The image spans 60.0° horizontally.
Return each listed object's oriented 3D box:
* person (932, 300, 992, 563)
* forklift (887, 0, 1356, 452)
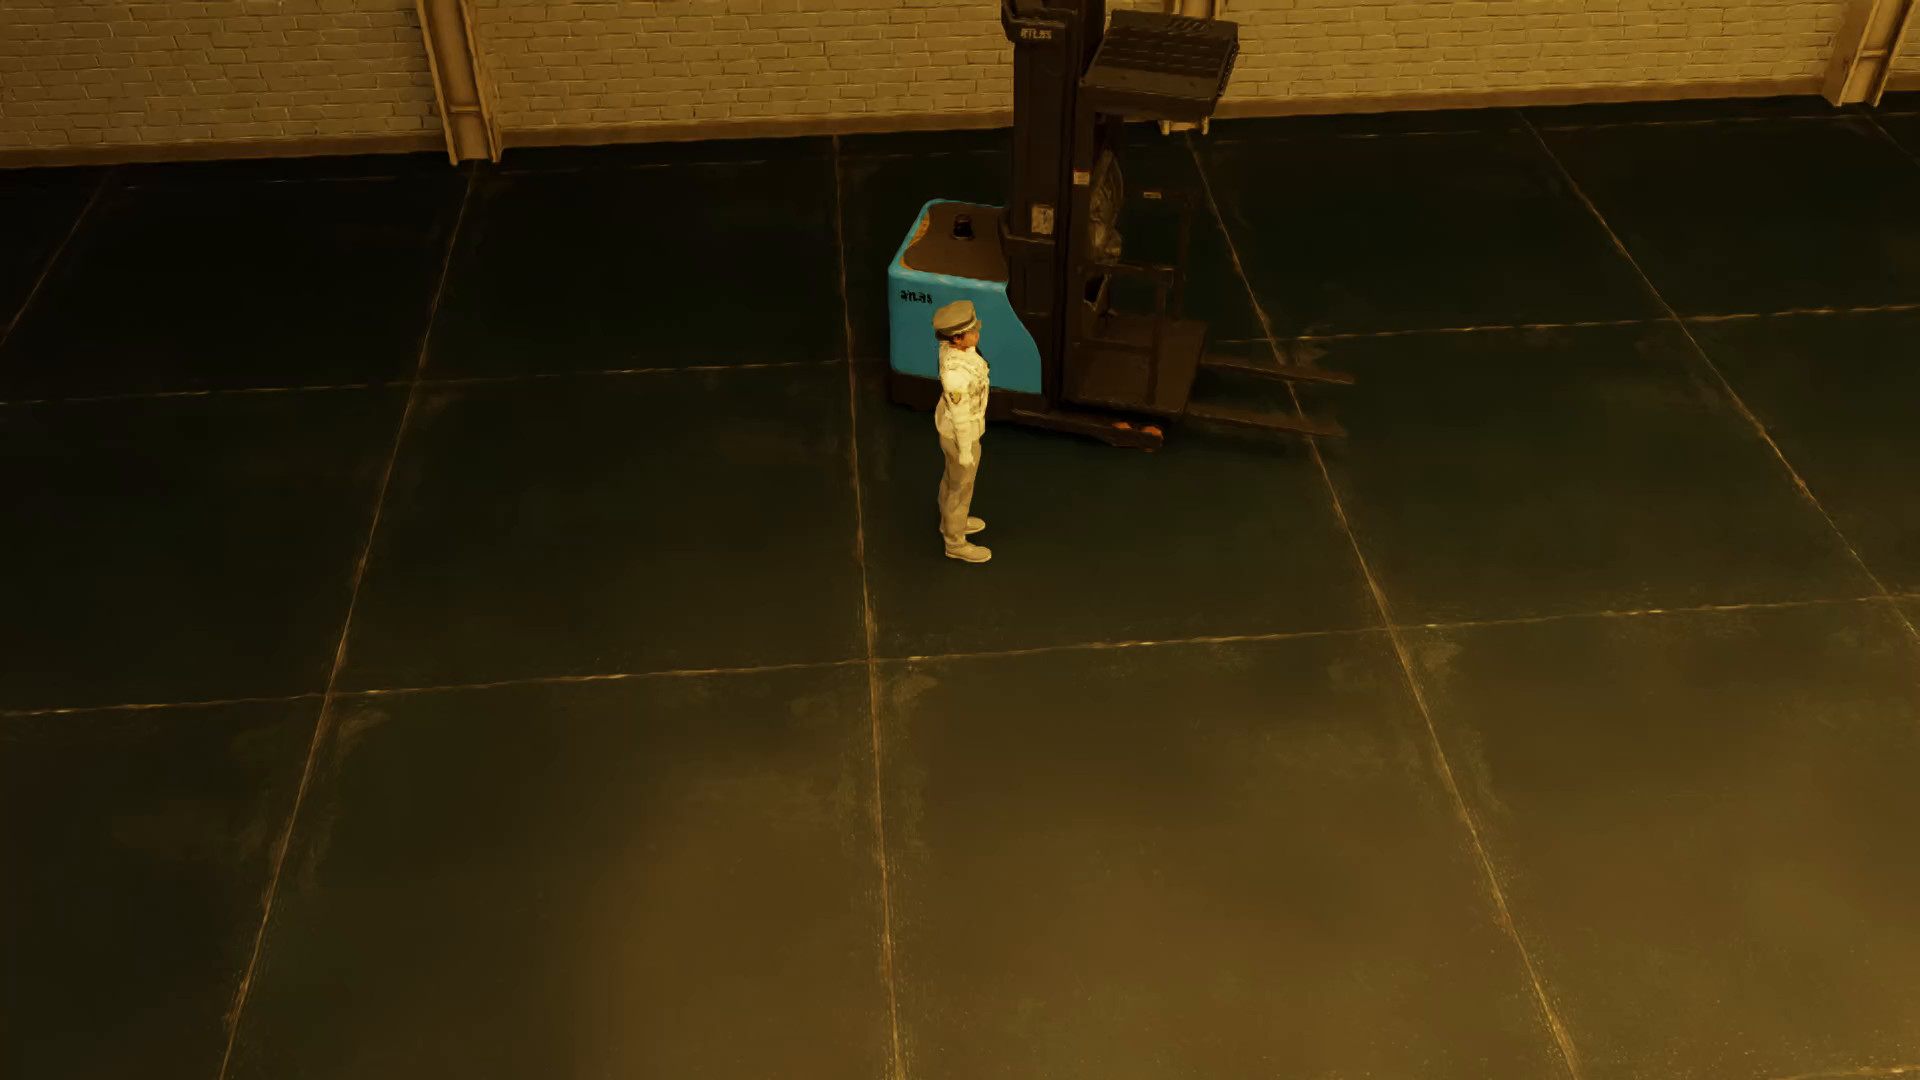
[{"bbox_3d":[0.015,-0.642,9.647,0.337,1.692,0.463,-3,41,-4],"label":"person"},{"bbox_3d":[1.096,-2.074,10.363,3.031,2.935,1.130,10,42,11],"label":"forklift"}]
